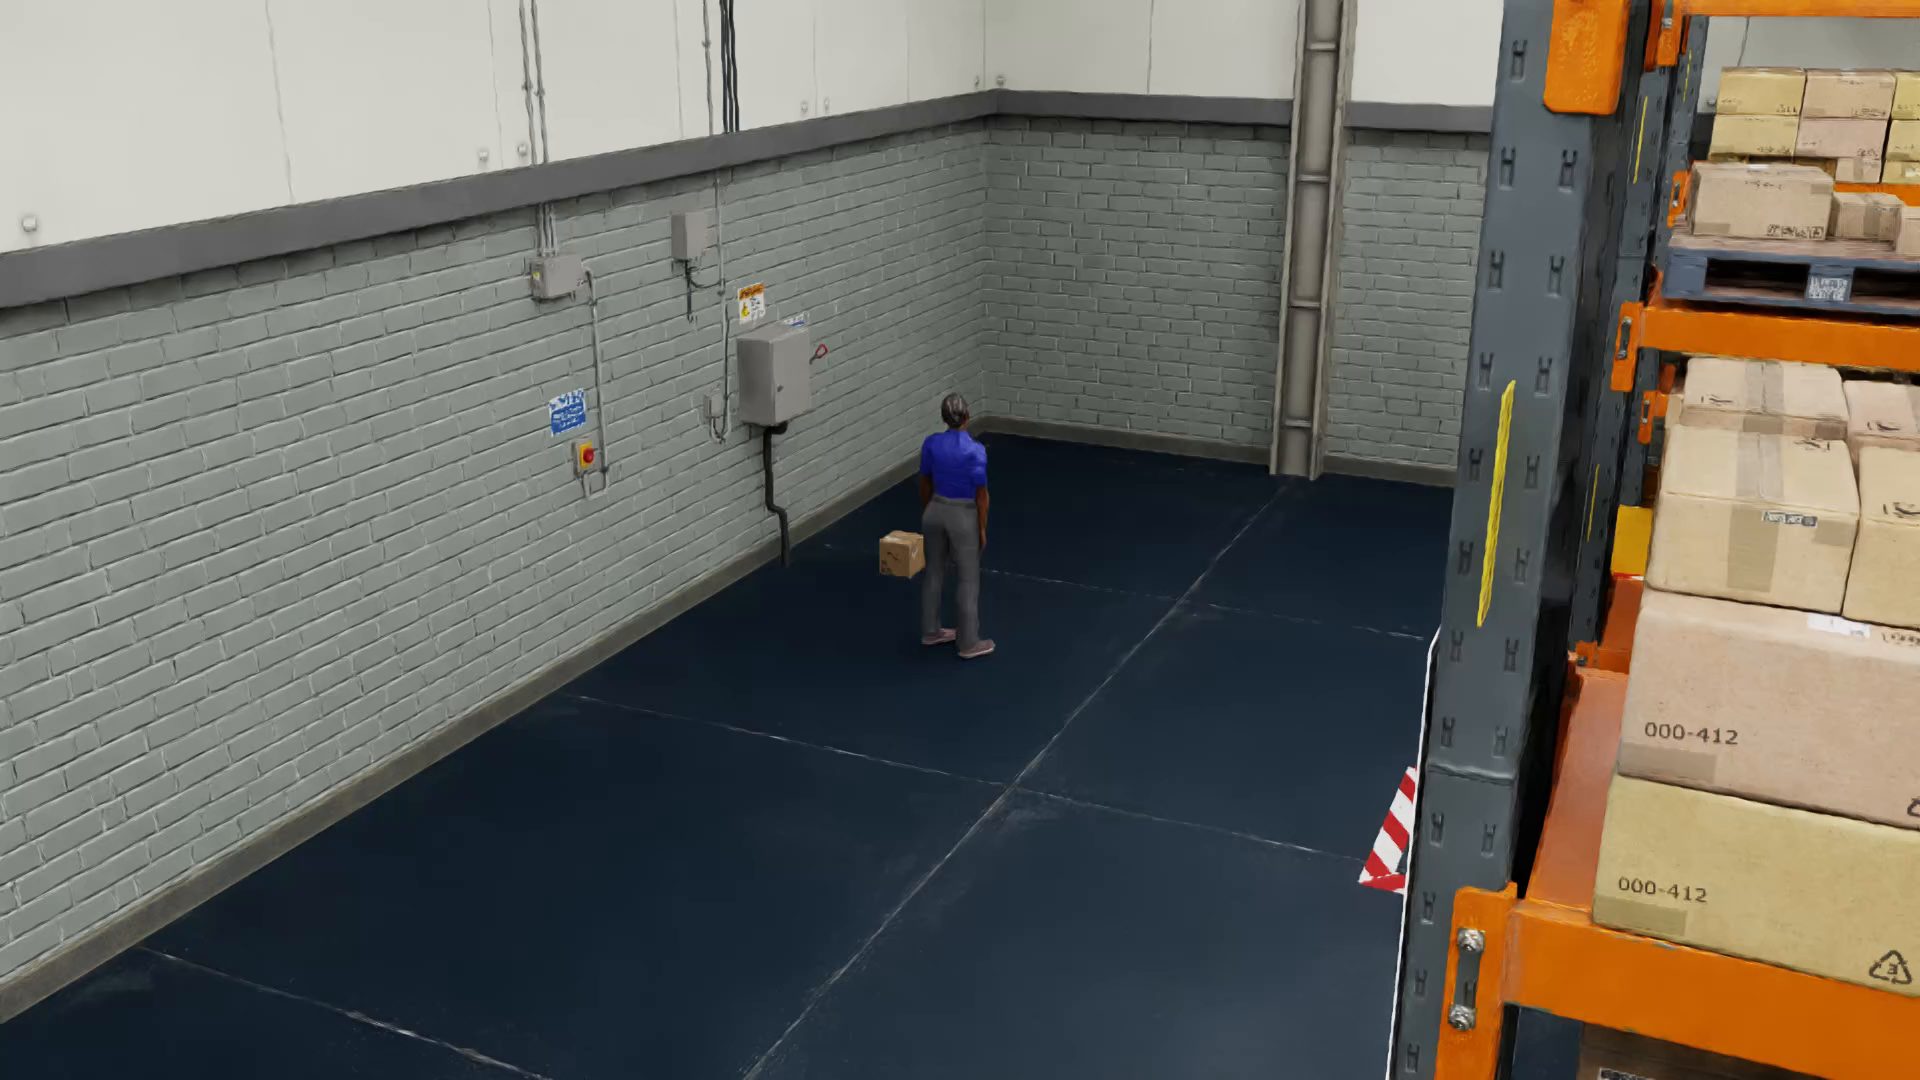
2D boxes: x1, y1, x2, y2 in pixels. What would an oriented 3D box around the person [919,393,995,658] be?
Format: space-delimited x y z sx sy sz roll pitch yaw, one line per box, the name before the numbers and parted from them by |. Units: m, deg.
person | -0.029 -0.102 10.302 0.489 1.665 0.355 9 21 25
